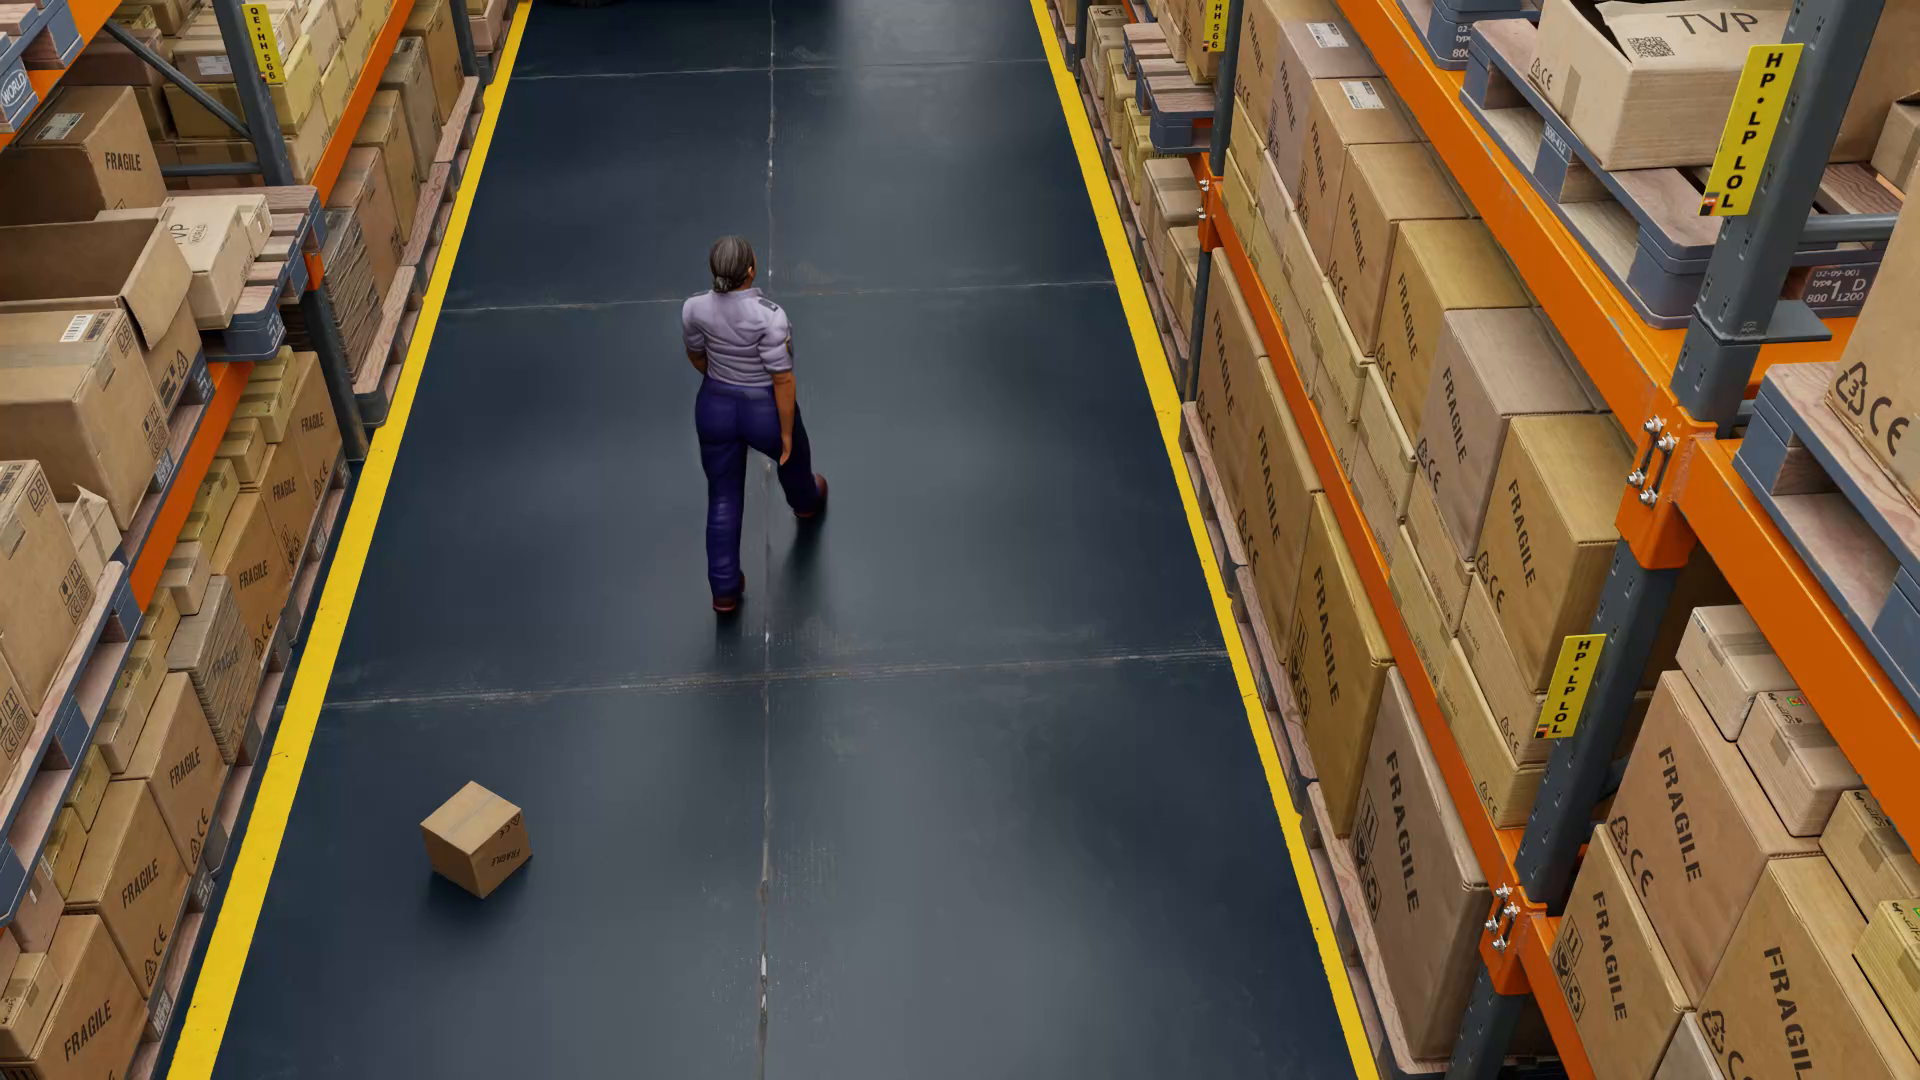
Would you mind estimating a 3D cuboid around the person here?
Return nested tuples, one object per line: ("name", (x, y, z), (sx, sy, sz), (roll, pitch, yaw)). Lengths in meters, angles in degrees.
("person", (-0.863, -0.581, 6.855), (0.493, 1.581, 1.006), (6, 40, 8))
